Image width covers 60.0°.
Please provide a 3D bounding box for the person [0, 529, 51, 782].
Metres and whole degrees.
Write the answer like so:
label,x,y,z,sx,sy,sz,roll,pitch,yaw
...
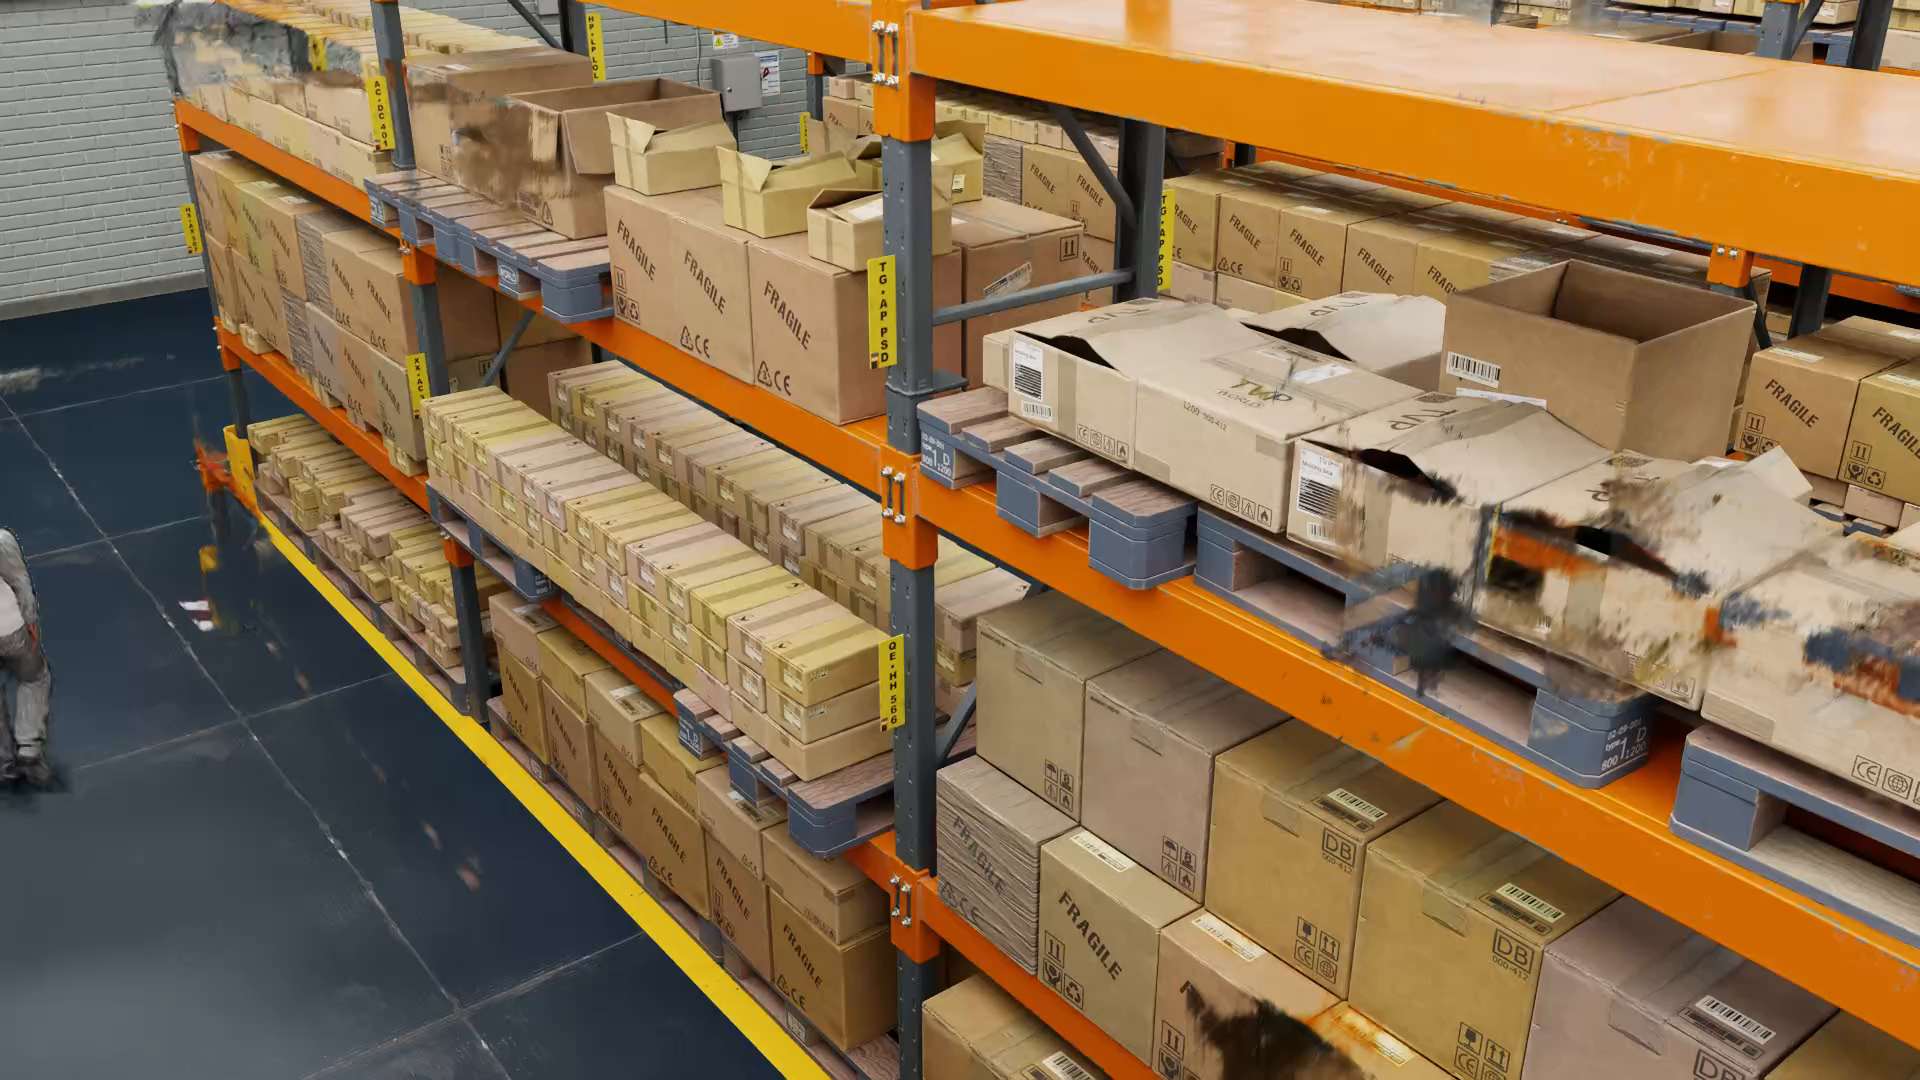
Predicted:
label,x,y,z,sx,sy,sz,roll,pitch,yaw
person,-1.661,-1.722,12.802,0.528,1.756,0.606,-9,26,-19
